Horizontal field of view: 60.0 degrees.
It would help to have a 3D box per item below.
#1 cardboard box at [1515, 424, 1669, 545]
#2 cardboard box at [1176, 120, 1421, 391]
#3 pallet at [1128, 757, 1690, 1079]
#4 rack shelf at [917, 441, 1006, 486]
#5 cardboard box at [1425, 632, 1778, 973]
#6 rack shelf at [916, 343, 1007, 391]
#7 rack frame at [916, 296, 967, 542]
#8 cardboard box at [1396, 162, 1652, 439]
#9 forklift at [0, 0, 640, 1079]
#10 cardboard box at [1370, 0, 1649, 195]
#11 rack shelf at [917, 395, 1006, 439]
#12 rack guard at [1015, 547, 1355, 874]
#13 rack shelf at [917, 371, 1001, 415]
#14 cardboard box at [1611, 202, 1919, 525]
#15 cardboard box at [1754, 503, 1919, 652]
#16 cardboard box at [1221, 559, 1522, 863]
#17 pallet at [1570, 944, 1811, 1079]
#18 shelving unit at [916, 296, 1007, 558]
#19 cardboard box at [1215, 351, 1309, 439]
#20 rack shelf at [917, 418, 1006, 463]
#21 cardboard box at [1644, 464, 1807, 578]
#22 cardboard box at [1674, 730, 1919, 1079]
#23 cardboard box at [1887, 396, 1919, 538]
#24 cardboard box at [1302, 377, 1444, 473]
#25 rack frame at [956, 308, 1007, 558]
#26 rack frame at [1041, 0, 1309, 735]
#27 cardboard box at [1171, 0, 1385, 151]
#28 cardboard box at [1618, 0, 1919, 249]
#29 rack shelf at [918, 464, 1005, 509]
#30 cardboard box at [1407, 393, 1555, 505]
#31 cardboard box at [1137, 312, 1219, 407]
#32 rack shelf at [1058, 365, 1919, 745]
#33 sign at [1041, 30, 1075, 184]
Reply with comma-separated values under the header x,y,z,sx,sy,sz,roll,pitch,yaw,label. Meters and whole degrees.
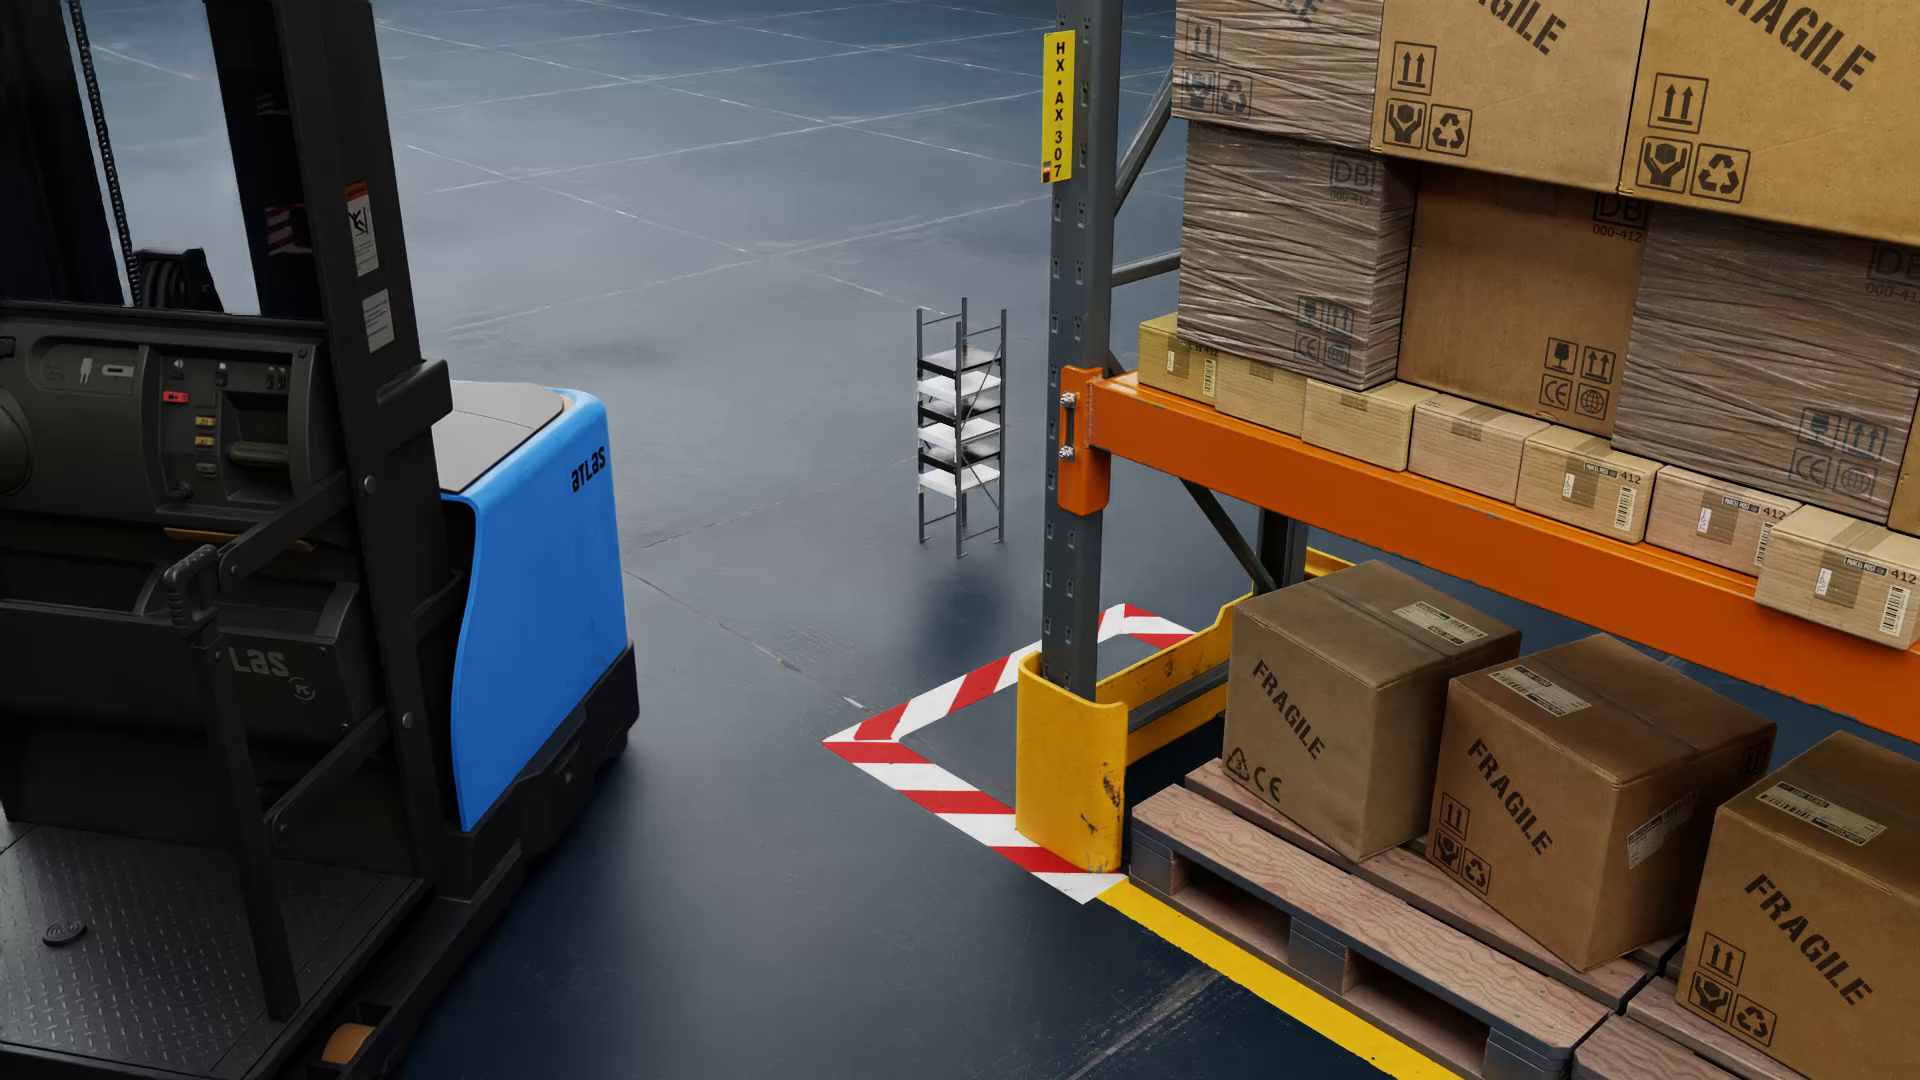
x,y,z,sx,sy,sz,roll,pitch,yaw,label
1.306,-0.146,3.259,0.380,0.149,0.250,-21,32,-38,cardboard box
0.973,-0.729,3.756,0.875,0.500,0.500,-21,32,-38,cardboard box
1.198,0.825,4.188,1.003,0.211,1.213,-21,32,-38,pallet
0.006,-0.295,6.109,0.258,0.077,0.200,-21,32,-38,rack shelf
1.465,0.588,3.852,0.500,0.500,0.500,-12,27,-25,cardboard box
0.006,-0.622,5.960,0.258,0.077,0.200,-21,32,-38,rack shelf
-0.064,-0.438,6.125,0.240,0.900,0.006,-21,32,-38,rack frame
1.402,-0.612,3.499,0.875,0.500,0.500,-21,32,-38,cardboard box
-1.771,-0.214,3.188,1.130,2.935,3.031,5,25,11,forklift
1.130,-0.961,3.060,0.500,0.500,0.500,-21,32,-38,cardboard box
0.006,-0.459,6.034,0.258,0.077,0.200,-21,32,-38,rack shelf
0.669,0.437,4.689,1.175,0.500,0.348,-21,32,-38,rack guard
0.006,-0.540,5.997,0.258,0.077,0.200,-21,32,-38,rack shelf
1.712,-0.448,3.140,0.875,0.500,0.500,-21,32,-38,cardboard box
1.592,0.027,2.879,0.380,0.149,0.250,-21,32,-38,cardboard box
1.031,0.417,4.227,0.500,0.500,0.500,-15,28,-29,cardboard box
2.028,1.194,3.378,1.003,0.211,1.213,-21,32,-38,pallet
0.006,-0.407,6.058,0.258,0.900,0.210,-21,32,-38,shelving unit
0.794,-0.374,3.758,0.380,0.149,0.250,-21,32,-38,cardboard box
0.006,-0.377,6.072,0.258,0.077,0.200,-21,32,-38,rack shelf
1.497,-0.078,3.110,0.380,0.149,0.250,-21,32,-38,cardboard box
1.879,0.784,3.424,0.500,0.500,0.500,-18,30,-34,cardboard box
2.045,-0.293,2.800,0.875,0.500,0.500,-21,32,-38,cardboard box
0.954,-0.294,3.582,0.380,0.149,0.250,-21,32,-38,cardboard box
0.075,-0.376,5.990,0.240,0.900,0.006,-21,32,-38,rack frame
0.617,-0.723,4.221,1.000,3.000,0.127,-21,32,-38,rack frame
0.794,-1.115,3.396,0.500,0.500,0.500,-21,32,-38,cardboard box
1.473,-0.810,2.729,0.500,0.500,0.500,-21,32,-38,cardboard box
0.006,-0.213,6.146,0.258,0.077,0.200,-21,32,-38,rack shelf
1.140,-0.224,3.429,0.380,0.149,0.250,-21,32,-38,cardboard box
0.638,-0.455,3.936,0.380,0.149,0.250,-21,32,-38,cardboard box
1.984,0.210,3.042,1.077,0.370,4.000,-21,32,-38,rack shelf
0.221,-0.963,3.704,0.100,0.325,0.005,-21,32,-38,sign
